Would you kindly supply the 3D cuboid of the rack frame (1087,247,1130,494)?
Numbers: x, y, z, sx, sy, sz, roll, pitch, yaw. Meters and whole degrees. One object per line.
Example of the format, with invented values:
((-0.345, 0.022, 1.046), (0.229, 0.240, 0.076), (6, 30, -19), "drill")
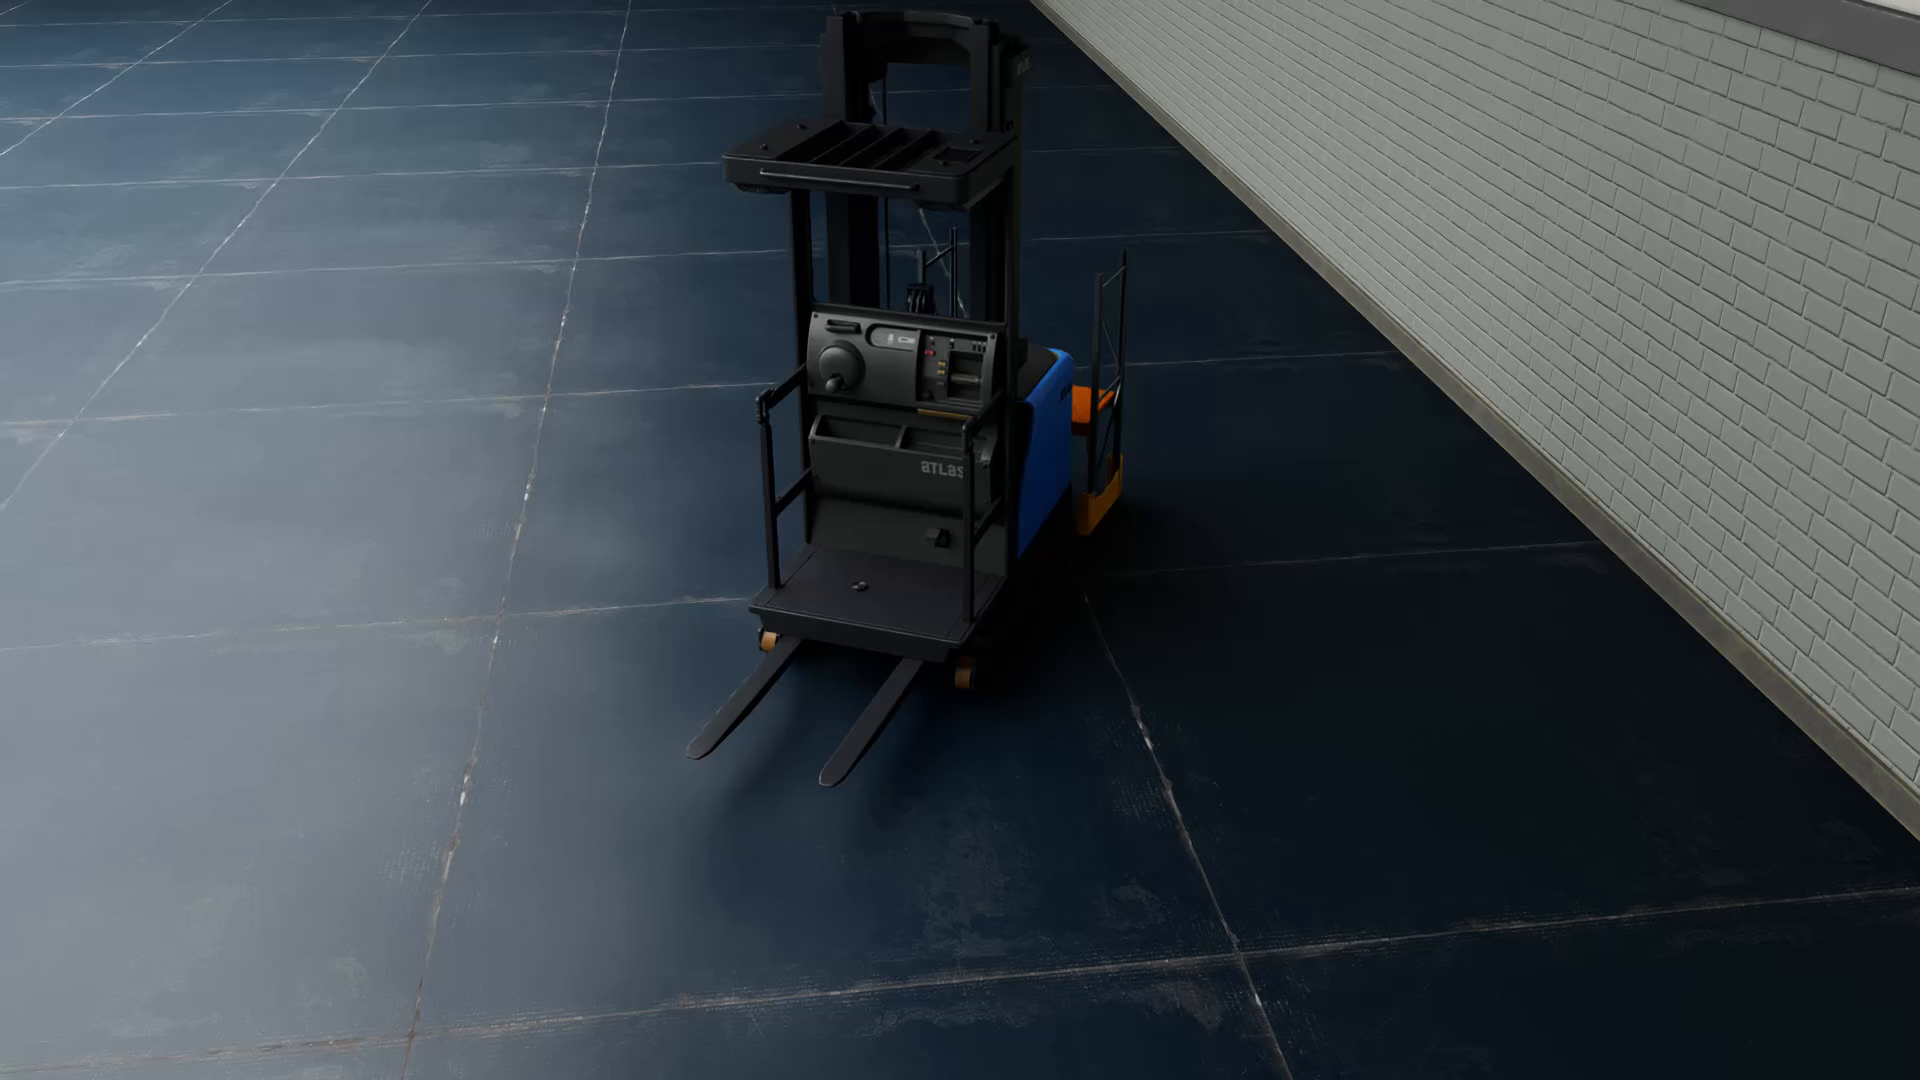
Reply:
((0.818, -0.823, 9.211), (0.032, 1.500, 0.500), (11, 29, 20), "rack frame")

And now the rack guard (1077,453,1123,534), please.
((0.801, -0.270, 9.503), (0.087, 0.250, 0.587), (11, 29, 20), "rack guard")

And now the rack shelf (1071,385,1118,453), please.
((0.350, -0.753, 9.468), (1.000, 0.185, 0.538), (11, 29, 20), "rack shelf")

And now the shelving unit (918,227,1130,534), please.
((0.342, -0.914, 9.389), (1.083, 1.500, 0.587), (11, 29, 20), "shelving unit")

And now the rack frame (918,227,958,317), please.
((-0.119, -1.003, 9.561), (0.032, 1.500, 0.500), (11, 29, 20), "rack frame")

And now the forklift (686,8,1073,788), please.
((-0.342, -0.800, 7.599), (1.130, 2.935, 3.031), (9, 28, 17), "forklift")
